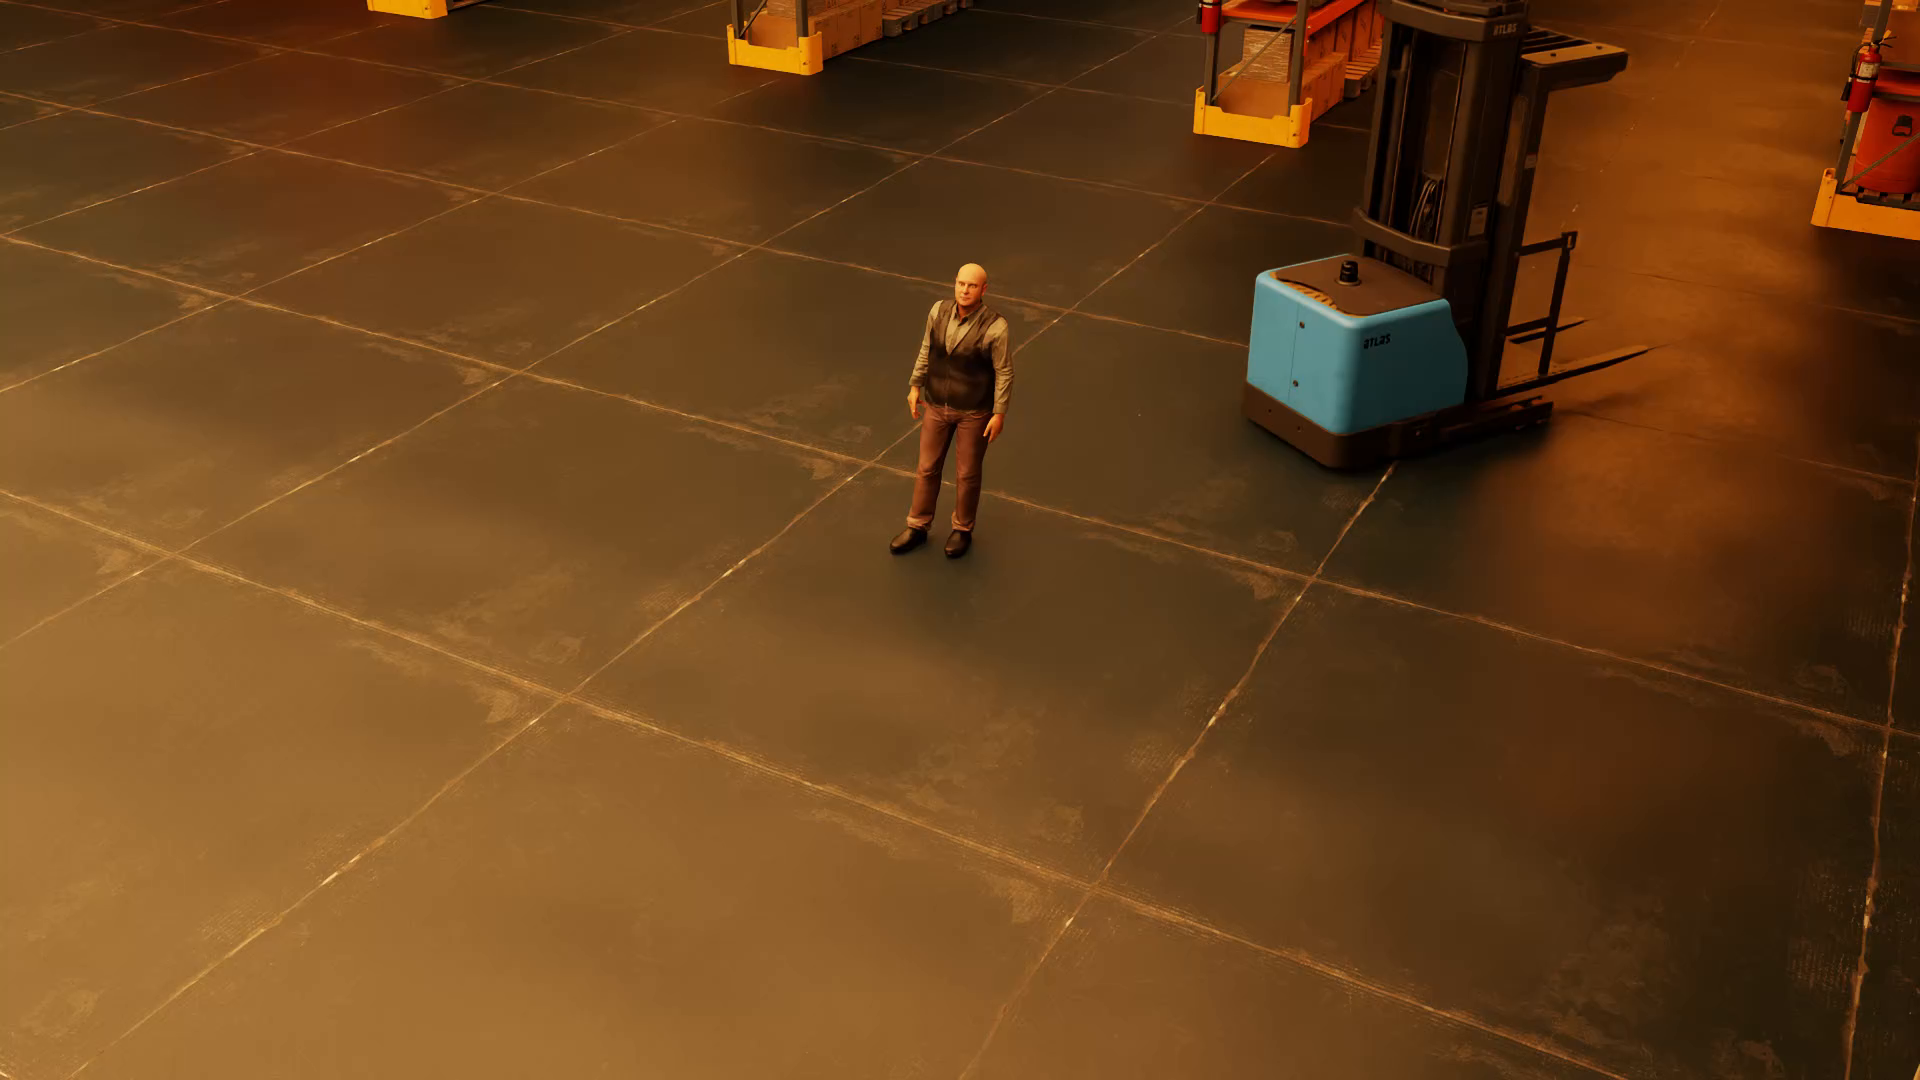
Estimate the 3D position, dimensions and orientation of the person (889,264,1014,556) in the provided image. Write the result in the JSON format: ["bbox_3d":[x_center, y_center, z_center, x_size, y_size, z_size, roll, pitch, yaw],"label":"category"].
[{"bbox_3d":[-0.037,-0.726,9.524,0.633,1.722,0.566,15,33,25],"label":"person"}]

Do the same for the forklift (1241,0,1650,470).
[{"bbox_3d":[3.468,-2.236,10.946,3.031,2.935,1.130,-15,33,-24],"label":"forklift"}]
